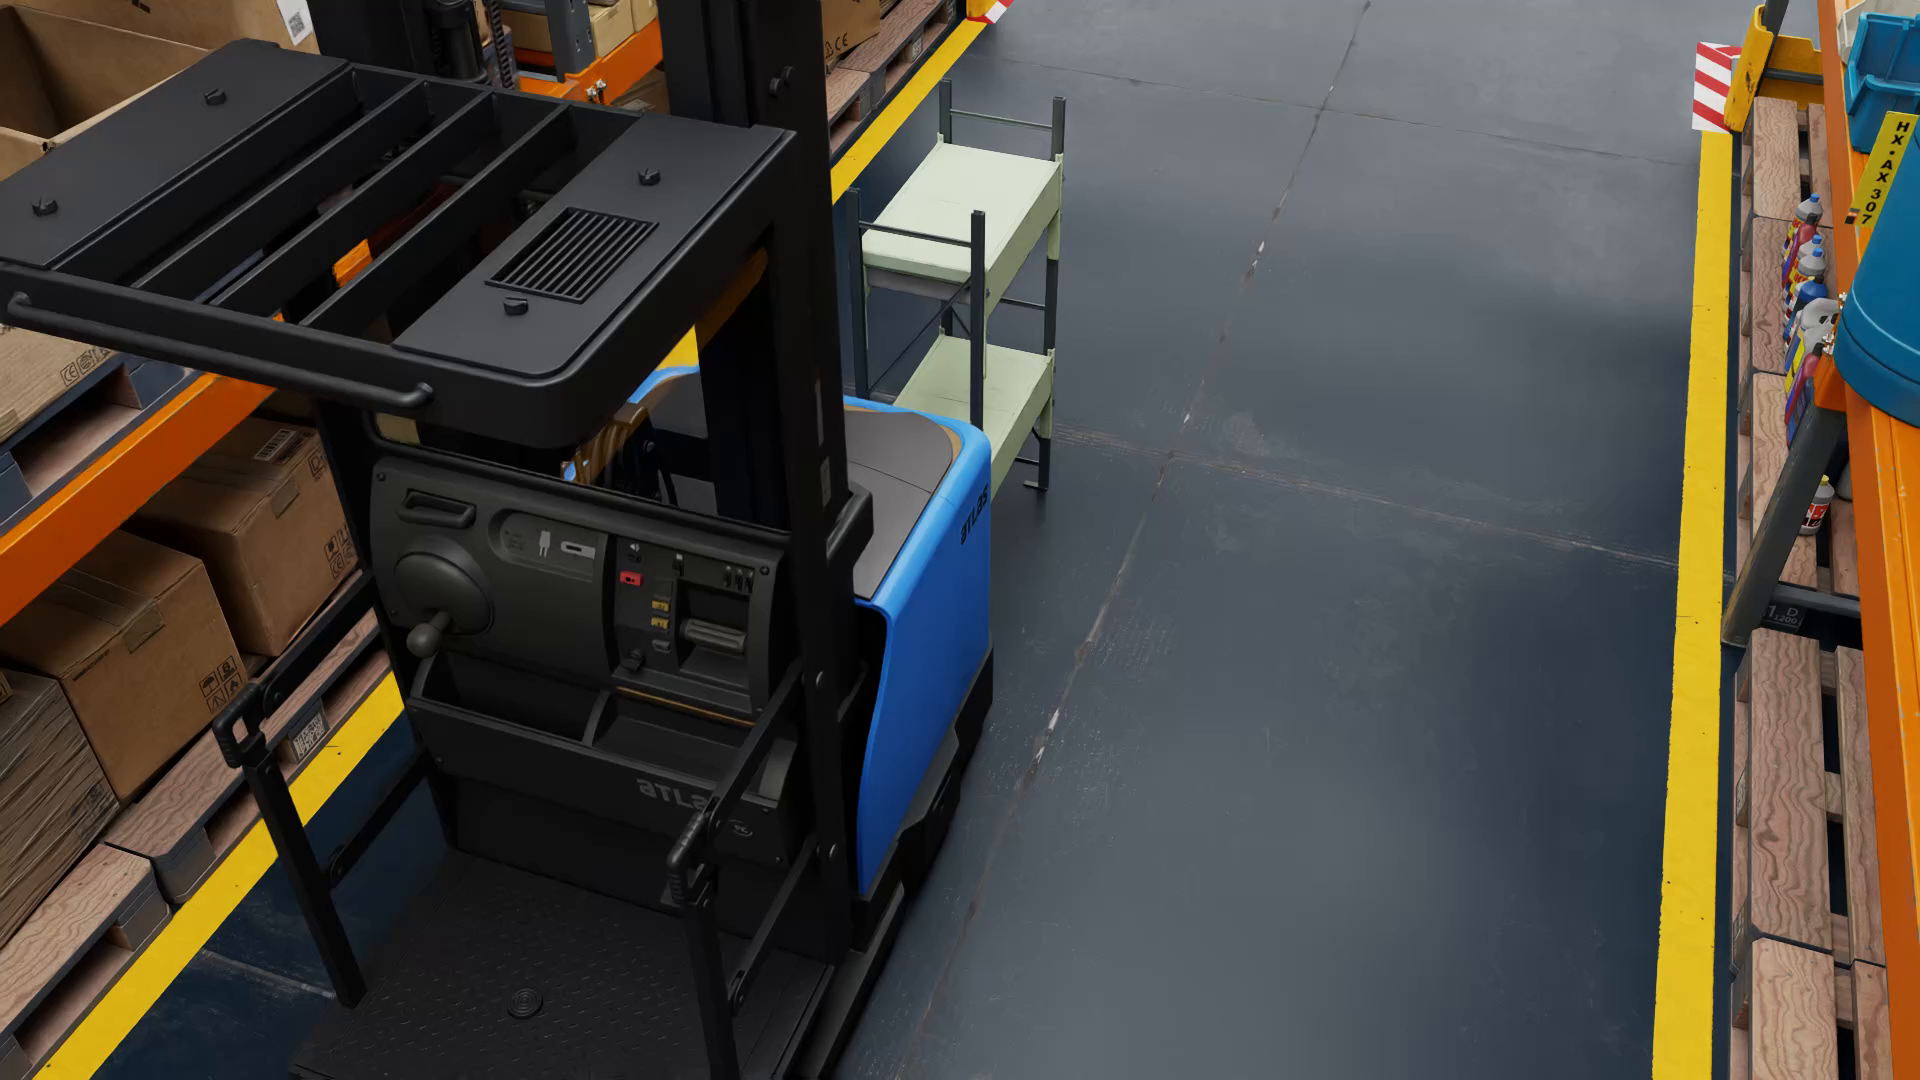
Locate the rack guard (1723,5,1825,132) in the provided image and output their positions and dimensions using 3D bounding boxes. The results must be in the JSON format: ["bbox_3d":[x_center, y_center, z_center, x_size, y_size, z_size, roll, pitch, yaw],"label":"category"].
[{"bbox_3d":[4.324,-2.162,7.899,1.175,0.500,0.348,13,42,15],"label":"rack guard"}]

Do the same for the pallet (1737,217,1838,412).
[{"bbox_3d":[3.623,-0.817,6.544,1.003,0.211,1.213,13,42,15],"label":"pallet"}]

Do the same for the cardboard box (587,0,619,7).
[{"bbox_3d":[-1.504,-2.242,5.760,0.875,0.500,0.500,13,42,15],"label":"cardboard box"}]

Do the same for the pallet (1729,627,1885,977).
[{"bbox_3d":[2.706,0.818,4.629,1.003,0.211,1.213,13,42,15],"label":"pallet"}]

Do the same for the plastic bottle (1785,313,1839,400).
[{"bbox_3d":[3.064,-0.661,5.915,0.144,0.351,0.185,13,42,15],"label":"plastic bottle"}]

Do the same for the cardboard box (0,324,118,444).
[{"bbox_3d":[-2.295,-0.464,3.775,0.500,0.250,0.500,12,42,14],"label":"cardboard box"}]

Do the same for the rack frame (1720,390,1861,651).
[{"bbox_3d":[2.938,-0.730,4.295,1.000,3.000,0.127,13,42,15],"label":"rack frame"}]

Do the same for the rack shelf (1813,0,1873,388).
[{"bbox_3d":[3.622,-1.677,5.958,1.077,0.370,4.000,13,42,15],"label":"rack shelf"}]

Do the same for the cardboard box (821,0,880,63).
[{"bbox_3d":[-0.750,-2.729,8.240,0.500,0.500,0.500,25,46,26],"label":"cardboard box"}]

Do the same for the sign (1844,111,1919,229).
[{"bbox_3d":[2.425,-0.964,4.356,0.100,0.325,0.005,13,42,15],"label":"sign"}]

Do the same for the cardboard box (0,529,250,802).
[{"bbox_3d":[-2.509,0.292,4.684,0.700,0.500,0.500,17,43,19],"label":"cardboard box"}]

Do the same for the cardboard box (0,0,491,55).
[{"bbox_3d":[-2.119,-1.764,4.721,1.000,1.000,1.000,14,42,15],"label":"cardboard box"}]

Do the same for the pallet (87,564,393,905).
[{"bbox_3d":[-2.397,0.453,5.056,1.003,0.211,1.213,13,42,15],"label":"pallet"}]

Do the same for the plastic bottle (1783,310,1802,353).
[{"bbox_3d":[3.138,-0.780,6.171,0.097,0.201,0.097,0,40,0],"label":"plastic bottle"}]

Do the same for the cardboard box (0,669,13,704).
[{"bbox_3d":[-2.711,0.367,4.018,0.500,0.250,0.500,18,44,20],"label":"cardboard box"}]

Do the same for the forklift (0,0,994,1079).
[{"bbox_3d":[-0.875,0.188,3.271,1.130,2.935,3.031,13,42,15],"label":"forklift"}]

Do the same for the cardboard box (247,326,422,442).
[{"bbox_3d":[-2.127,-0.390,5.483,0.700,0.500,0.500,13,42,15],"label":"cardboard box"}]

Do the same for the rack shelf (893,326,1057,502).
[{"bbox_3d":[0.002,-0.327,5.480,0.431,0.370,0.720,13,42,15],"label":"rack shelf"}]

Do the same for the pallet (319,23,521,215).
[{"bbox_3d":[-2.114,-1.323,5.137,1.003,0.211,1.213,13,42,15],"label":"pallet"}]

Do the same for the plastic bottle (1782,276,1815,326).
[{"bbox_3d":[3.208,-0.906,6.318,0.097,0.201,0.097,0,40,0],"label":"plastic bottle"}]

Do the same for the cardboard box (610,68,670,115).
[{"bbox_3d":[-1.353,-1.625,6.945,0.500,0.500,0.500,27,47,28],"label":"cardboard box"}]

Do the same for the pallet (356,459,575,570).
[{"bbox_3d":[-1.981,-0.294,5.932,1.003,0.211,1.213,13,42,15],"label":"pallet"}]

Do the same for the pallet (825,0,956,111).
[{"bbox_3d":[-0.685,-2.674,8.722,1.003,0.211,1.213,13,42,15],"label":"pallet"}]

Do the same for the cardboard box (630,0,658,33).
[{"bbox_3d":[-1.262,-1.948,5.916,0.380,0.149,0.250,13,42,15],"label":"cardboard box"}]

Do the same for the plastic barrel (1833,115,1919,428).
[{"bbox_3d":[2.521,-0.753,3.935,0.600,0.901,0.708,13,42,15],"label":"plastic barrel"}]

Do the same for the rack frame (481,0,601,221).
[{"bbox_3d":[-1.716,-1.830,5.583,1.000,3.000,0.127,13,42,15],"label":"rack frame"}]

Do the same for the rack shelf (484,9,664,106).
[{"bbox_3d":[-1.032,-2.776,7.247,1.077,0.370,4.000,13,42,15],"label":"rack shelf"}]

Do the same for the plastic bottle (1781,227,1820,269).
[{"bbox_3d":[3.358,-1.173,6.631,0.097,0.201,0.097,0,40,0],"label":"plastic bottle"}]

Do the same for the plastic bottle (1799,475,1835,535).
[{"bbox_3d":[2.769,-0.124,5.401,0.097,0.201,0.097,0,40,0],"label":"plastic bottle"}]

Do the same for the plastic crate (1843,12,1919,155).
[{"bbox_3d":[3.062,-1.409,5.205,0.499,0.251,0.616,13,42,15],"label":"plastic crate"}]

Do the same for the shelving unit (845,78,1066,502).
[{"bbox_3d":[0.002,-0.575,5.268,0.431,1.500,0.755,13,42,15],"label":"shelving unit"}]

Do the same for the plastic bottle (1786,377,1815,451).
[{"bbox_3d":[2.953,-0.464,5.684,0.144,0.351,0.185,11,42,13],"label":"plastic bottle"}]

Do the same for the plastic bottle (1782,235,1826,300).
[{"bbox_3d":[3.276,-1.054,6.437,0.097,0.271,0.097,0,40,0],"label":"plastic bottle"}]

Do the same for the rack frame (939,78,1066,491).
[{"bbox_3d":[0.127,-0.798,5.530,0.400,1.500,0.023,13,42,15],"label":"rack frame"}]
